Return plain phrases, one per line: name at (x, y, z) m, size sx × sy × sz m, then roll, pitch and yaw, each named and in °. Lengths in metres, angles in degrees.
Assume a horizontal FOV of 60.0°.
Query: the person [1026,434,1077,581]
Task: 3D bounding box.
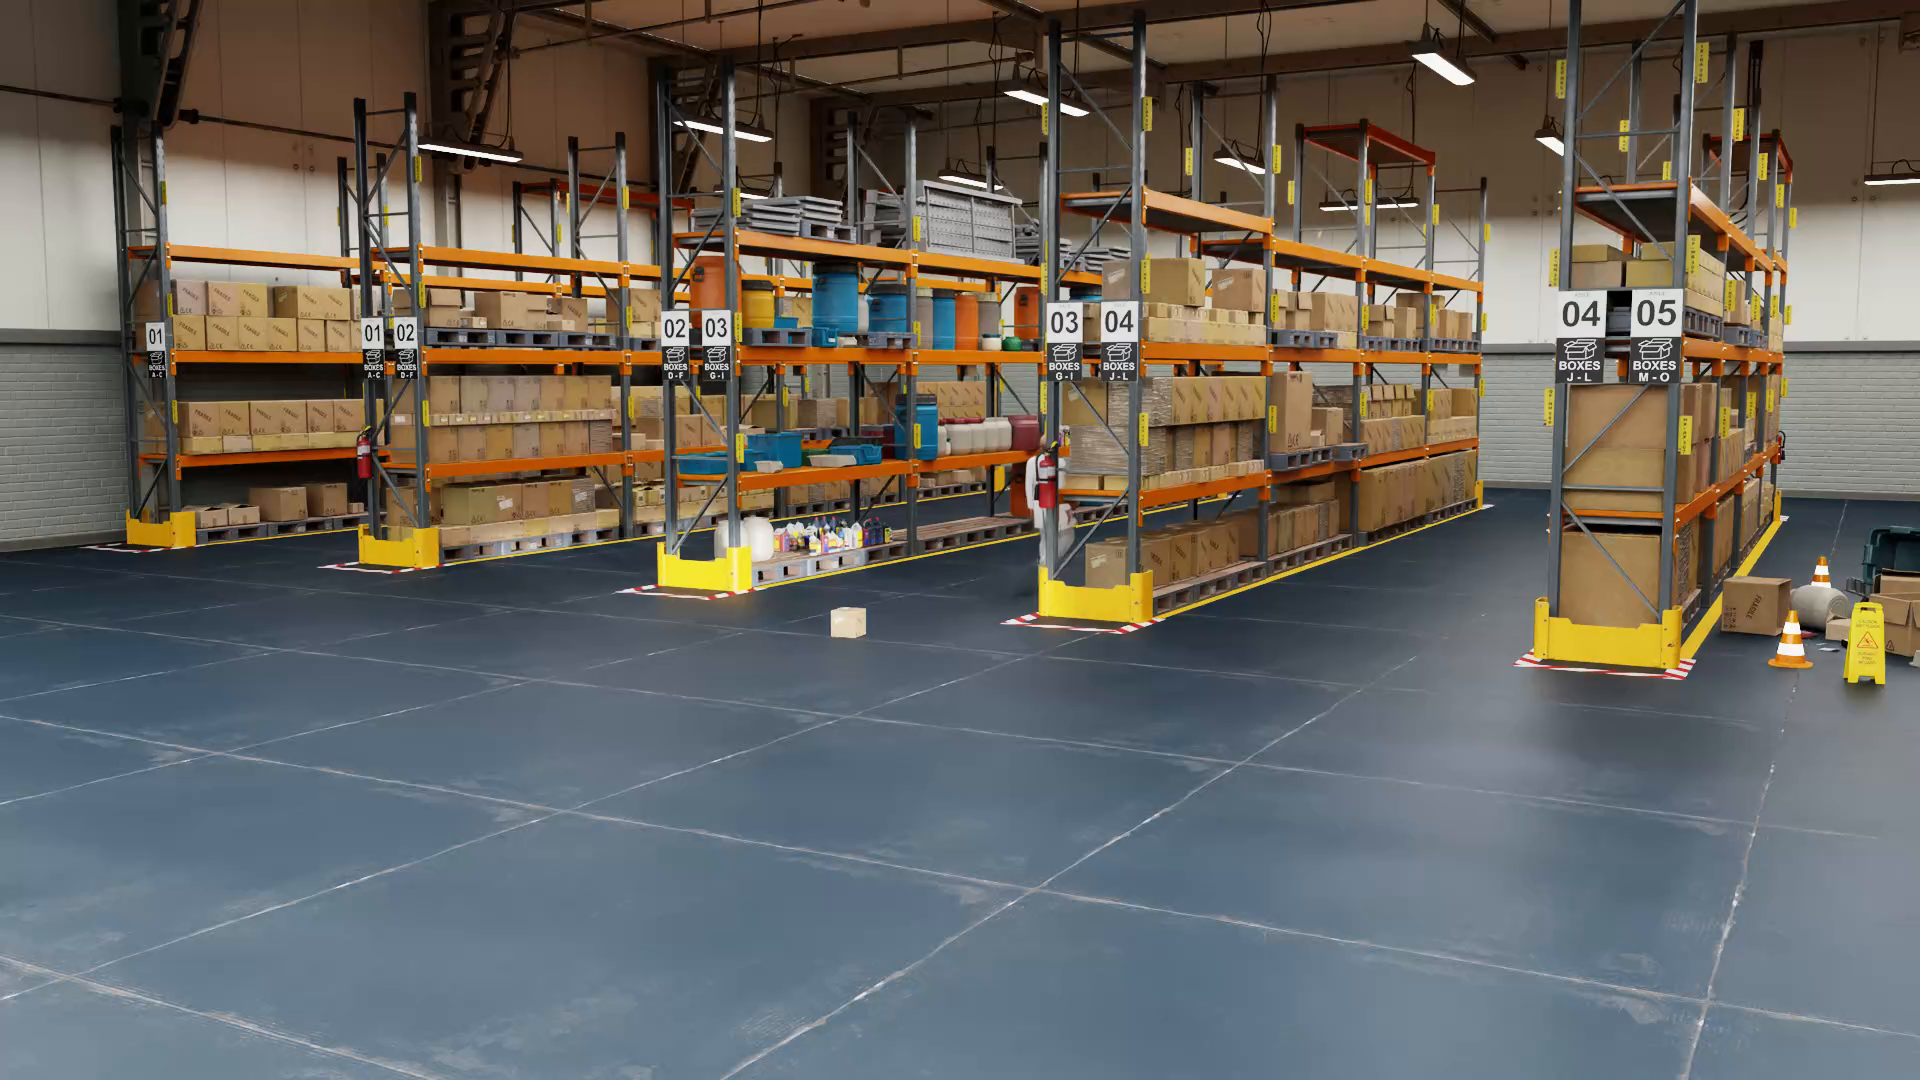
person at (1.050, -0.356, 19.409) m, size 0.594 × 1.751 × 0.574 m, roll 4°, pitch 7°, yaw 35°
